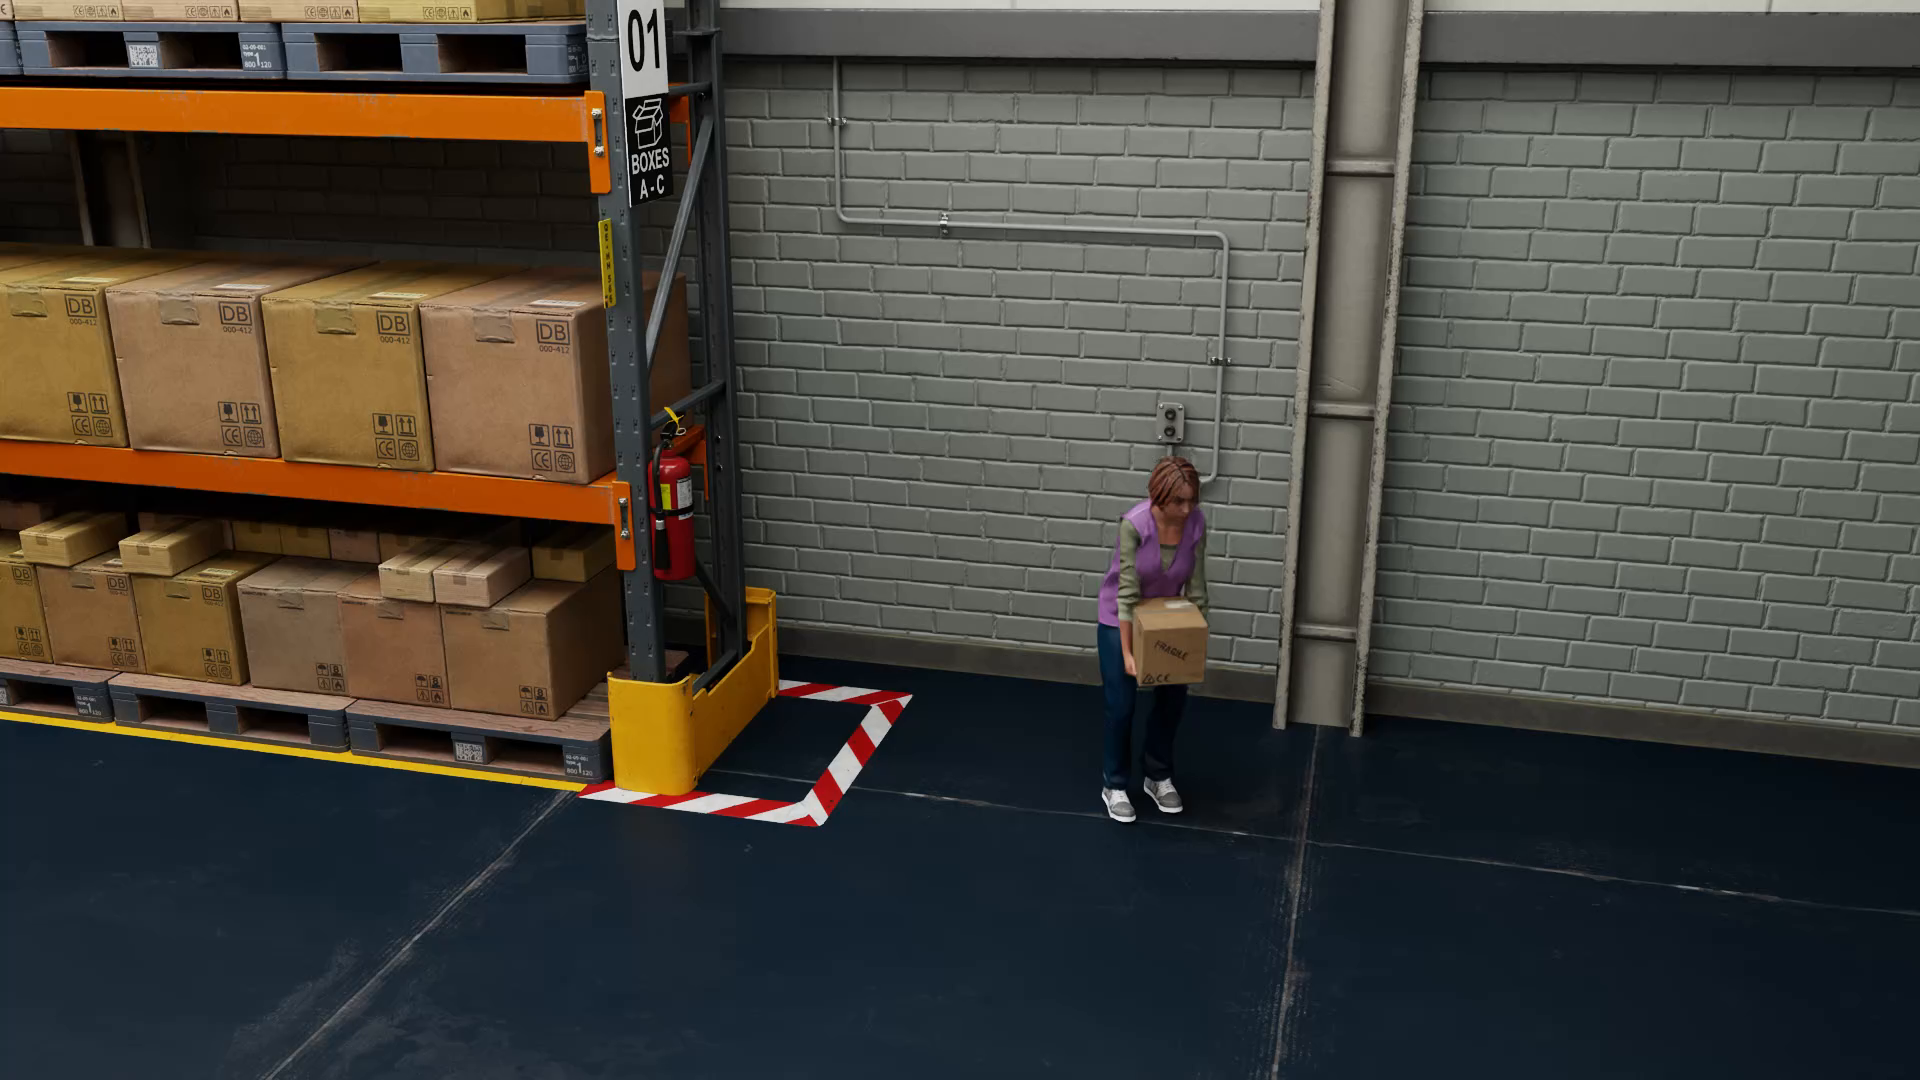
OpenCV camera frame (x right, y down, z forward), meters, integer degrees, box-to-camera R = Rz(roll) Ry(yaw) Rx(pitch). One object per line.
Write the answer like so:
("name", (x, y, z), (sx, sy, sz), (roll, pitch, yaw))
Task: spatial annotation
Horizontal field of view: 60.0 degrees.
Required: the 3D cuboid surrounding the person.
("person", (0.752, 0.382, 6.555), (0.378, 1.529, 0.522), (-5, 19, -14))
